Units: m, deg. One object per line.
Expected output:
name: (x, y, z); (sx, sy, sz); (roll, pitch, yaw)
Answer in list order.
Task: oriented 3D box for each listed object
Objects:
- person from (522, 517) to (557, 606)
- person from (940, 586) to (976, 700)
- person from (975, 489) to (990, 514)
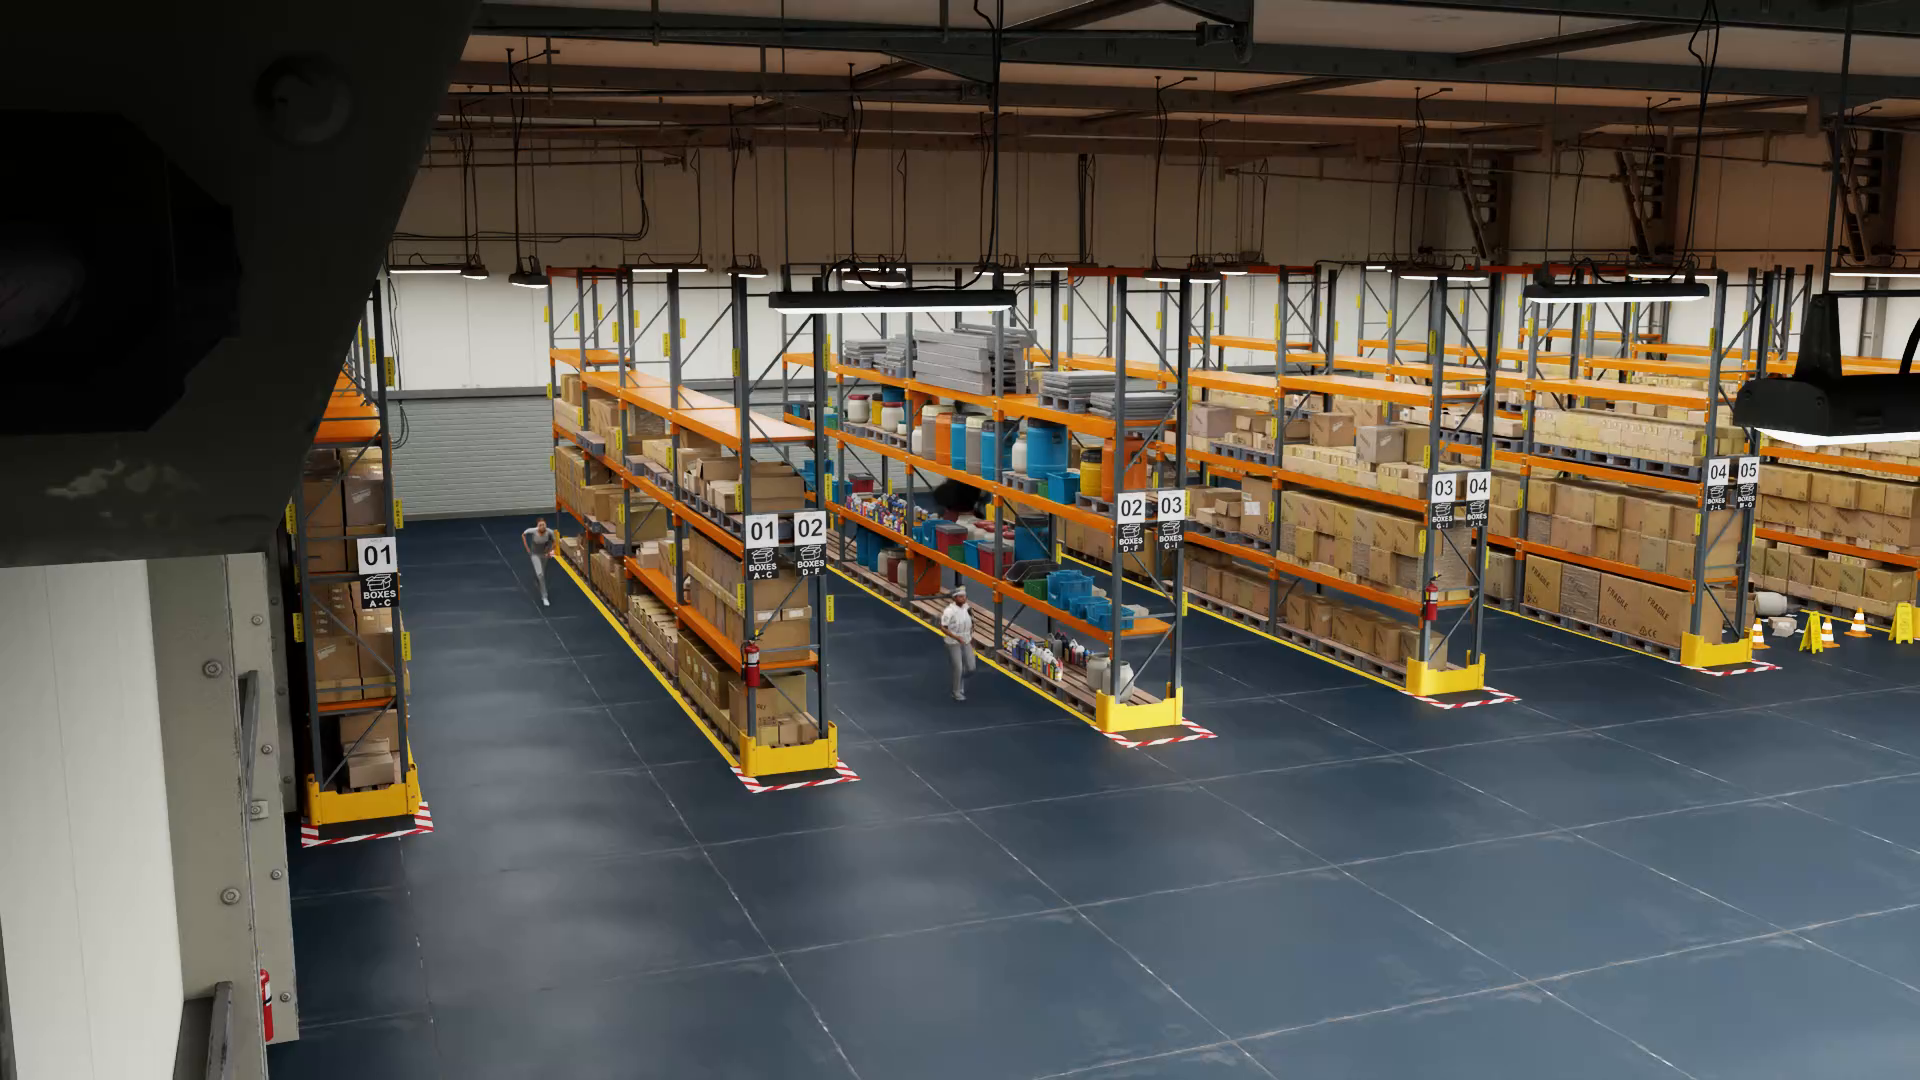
person: (-7.642, 0.336, 30.245); (0.603, 1.625, 1.003); (-3, 10, -19)
person: (-0.006, 1.457, 23.514); (0.577, 1.661, 0.546); (-7, 12, -34)
person: (0.787, -1.407, 39.738); (0.737, 1.846, 0.766); (-7, 12, -36)
